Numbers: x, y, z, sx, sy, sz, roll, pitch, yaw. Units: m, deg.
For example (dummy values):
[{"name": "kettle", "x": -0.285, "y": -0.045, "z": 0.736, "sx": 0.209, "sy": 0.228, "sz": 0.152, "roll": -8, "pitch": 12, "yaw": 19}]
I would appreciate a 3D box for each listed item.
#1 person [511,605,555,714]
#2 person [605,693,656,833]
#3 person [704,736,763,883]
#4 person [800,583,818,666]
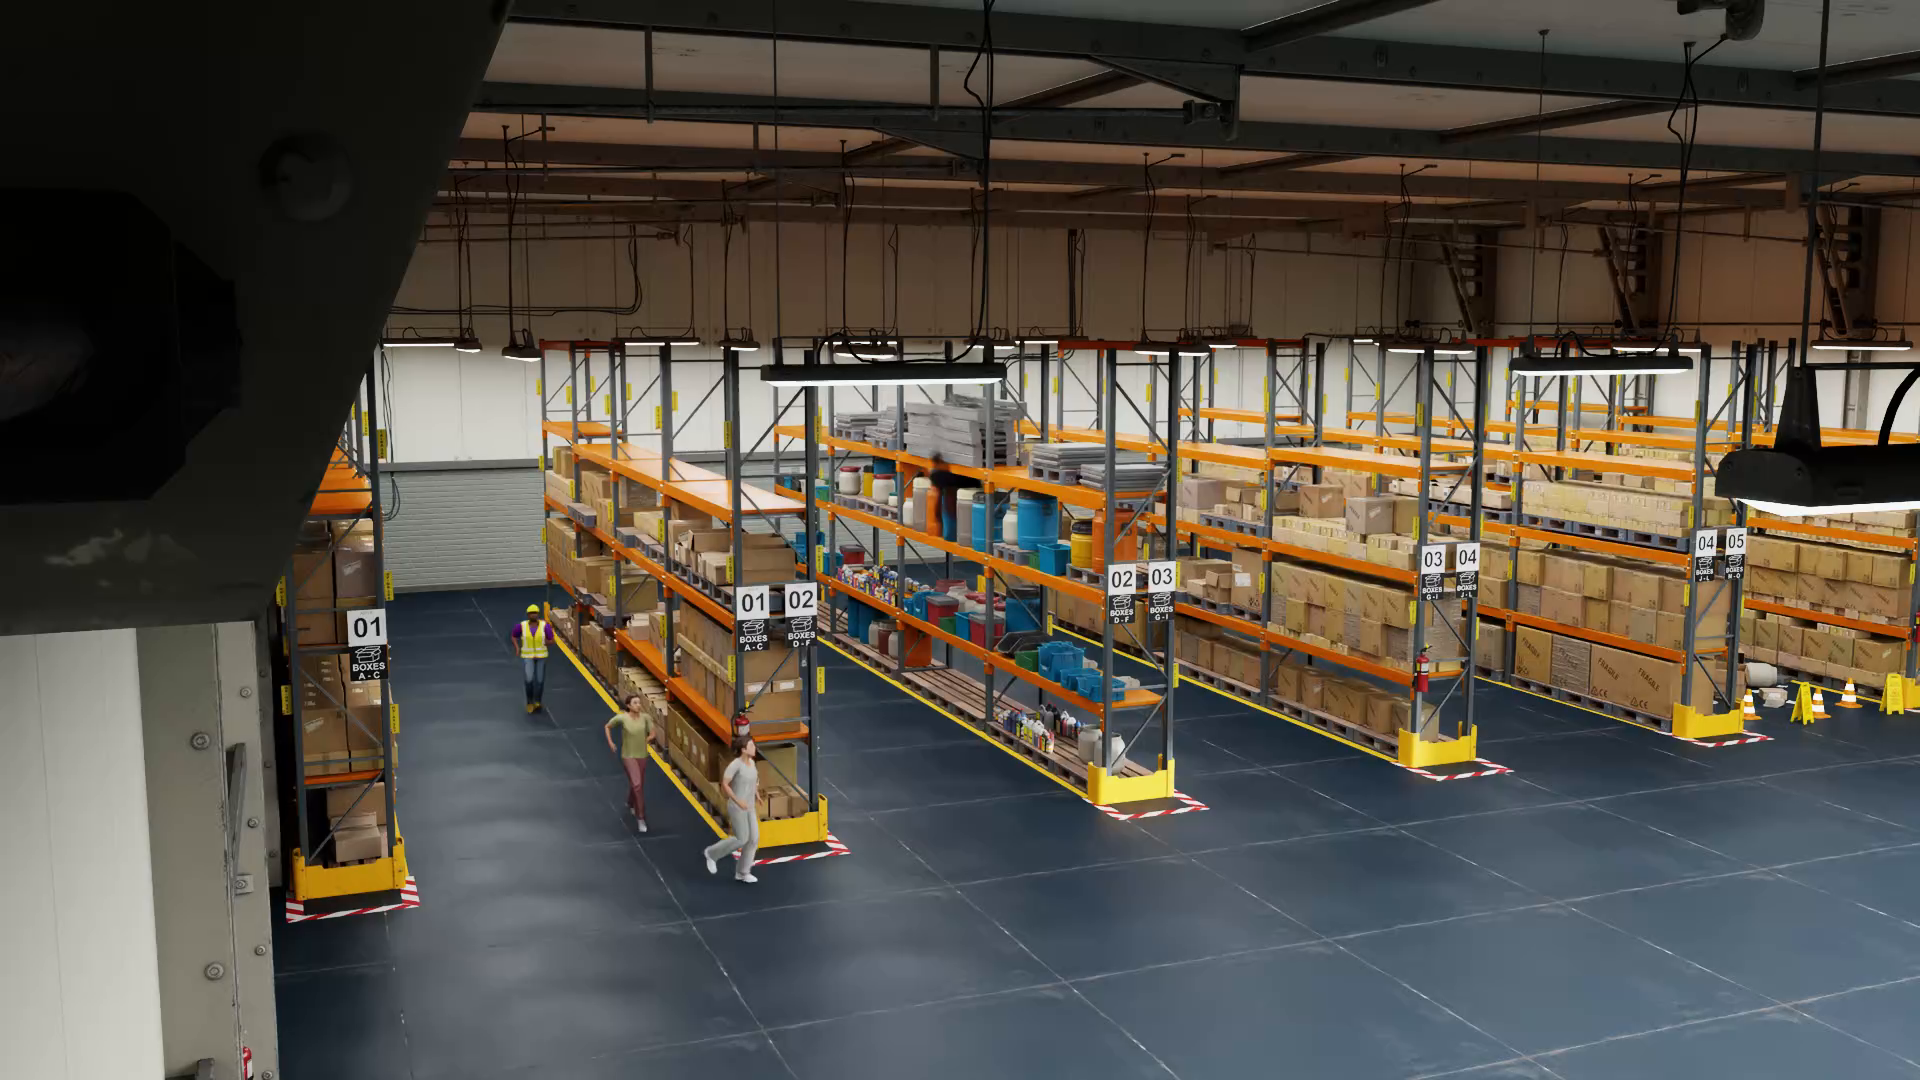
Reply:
[{"name": "person", "x": -6.938, "y": 1.947, "z": 27.103, "sx": 0.676, "sy": 1.794, "sz": 0.684, "roll": -3, "pitch": 8, "yaw": -19}, {"name": "person", "x": -4.118, "y": 2.775, "z": 21.068, "sx": 0.579, "sy": 1.686, "sz": 0.886, "roll": -5, "pitch": 9, "yaw": -34}, {"name": "person", "x": -2.534, "y": 3.054, "z": 19.110, "sx": 0.671, "sy": 1.625, "sz": 0.637, "roll": 3, "pitch": 8, "yaw": 23}, {"name": "person", "x": -2.893, "y": 1.563, "z": 30.832, "sx": 0.595, "sy": 1.558, "sz": 0.526, "roll": -2, "pitch": 8, "yaw": -18}]
